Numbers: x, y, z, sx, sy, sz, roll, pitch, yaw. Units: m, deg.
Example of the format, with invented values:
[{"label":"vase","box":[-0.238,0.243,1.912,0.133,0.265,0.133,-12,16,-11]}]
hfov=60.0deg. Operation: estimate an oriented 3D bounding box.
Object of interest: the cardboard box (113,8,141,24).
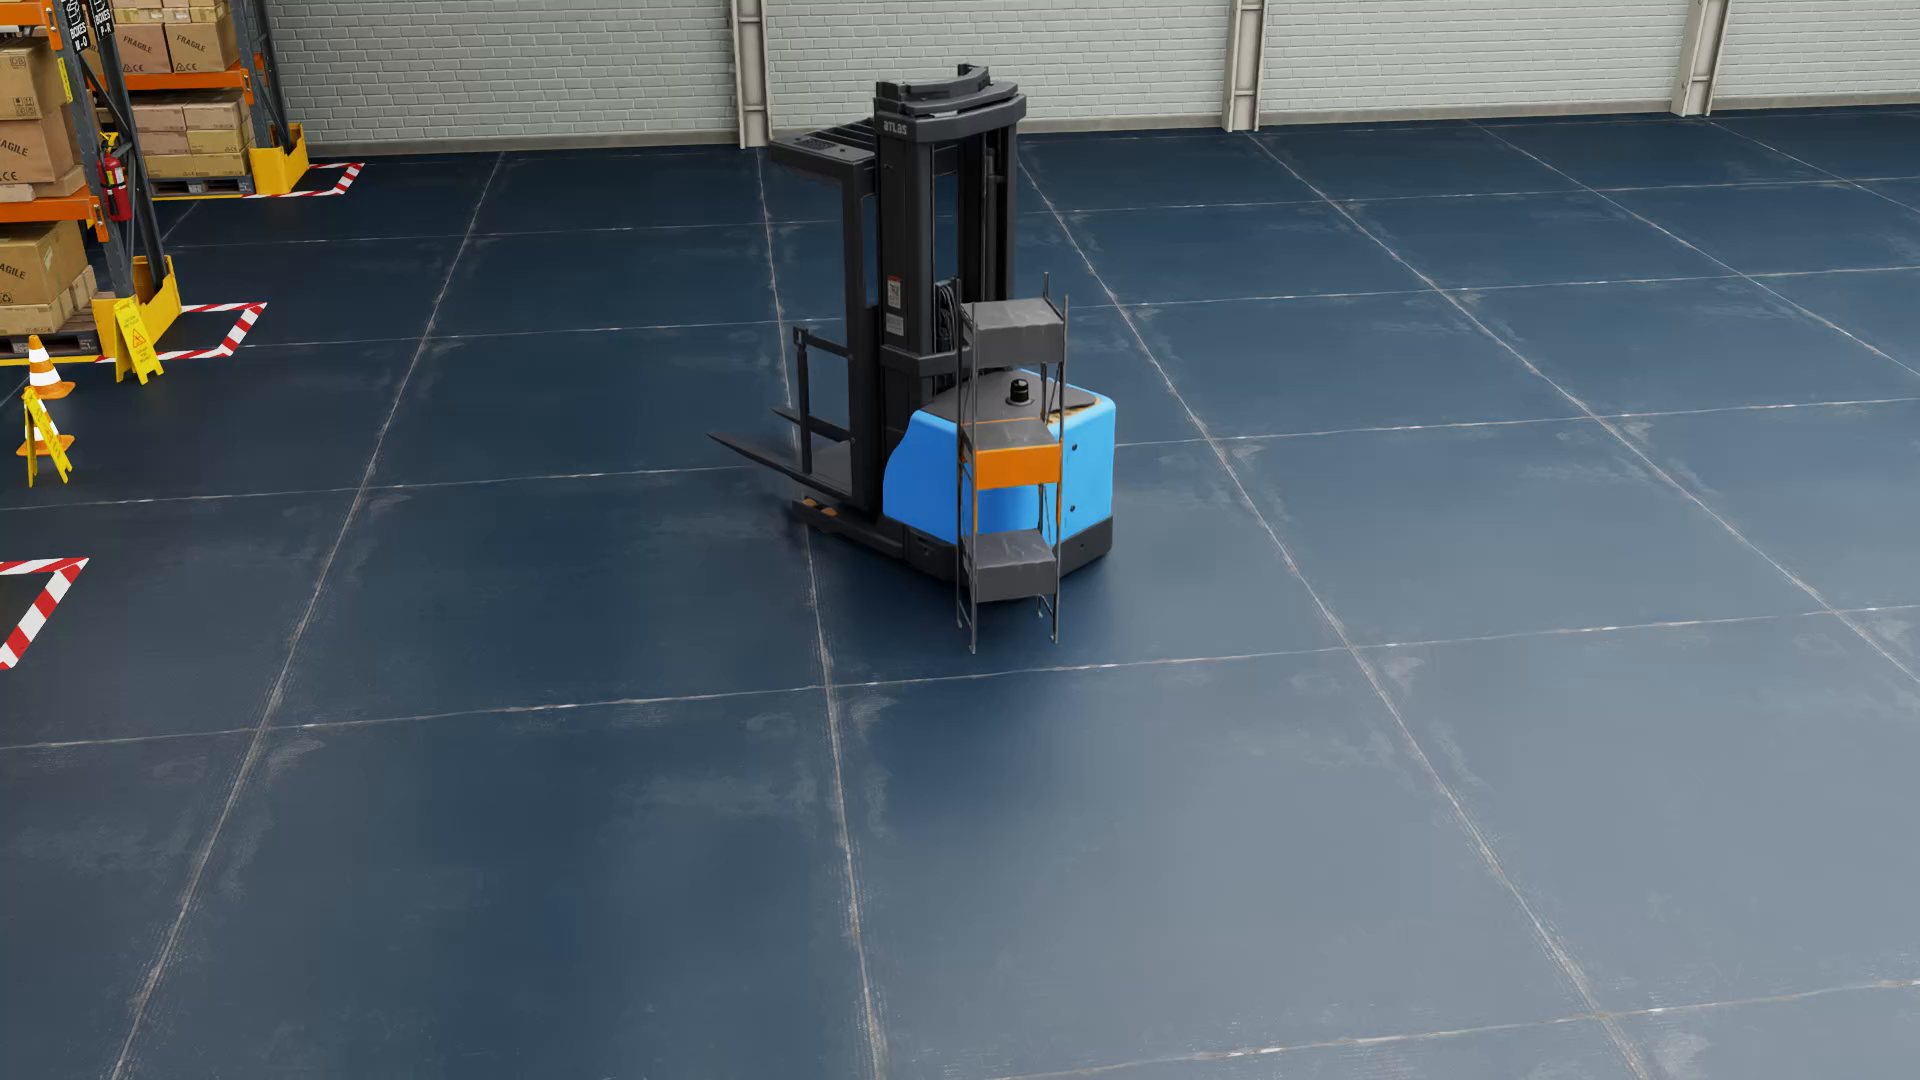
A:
[{"label":"cardboard box","box":[-8.643,-5.502,17.368,0.250,0.149,0.380,-4,27,-7]}]

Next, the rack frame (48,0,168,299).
[{"label":"rack frame","box":[-6.882,-3.103,13.512,0.127,3.000,1.000,-4,27,-7]}]

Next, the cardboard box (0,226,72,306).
[{"label":"cardboard box","box":[-7.639,-2.232,13.544,0.500,0.500,0.500,-4,27,-7]}]

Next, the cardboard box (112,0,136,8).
[{"label":"cardboard box","box":[-8.654,-5.654,17.337,0.250,0.149,0.380,-4,27,-7]}]

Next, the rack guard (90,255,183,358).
[{"label":"rack guard","box":[-6.957,-1.986,14.074,0.348,0.500,1.175,-4,27,-7]}]

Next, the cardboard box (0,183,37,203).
[{"label":"cardboard box","box":[-7.458,-2.805,13.206,0.250,0.149,0.380,-4,27,-8]}]

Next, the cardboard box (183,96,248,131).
[{"label":"cardboard box","box":[-7.990,-4.585,17.857,0.500,0.250,0.500,-3,27,-5]}]

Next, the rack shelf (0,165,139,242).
[{"label":"rack shelf","box":[-8.862,-2.656,13.429,4.000,0.370,1.077,-4,27,-7]}]

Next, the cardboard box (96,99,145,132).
[{"label":"cardboard box","box":[-8.993,-4.513,17.717,0.500,0.250,0.500,-3,27,-6]}]

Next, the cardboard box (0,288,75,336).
[{"label":"cardboard box","box":[-7.668,-1.892,13.704,0.500,0.250,0.500,-4,27,-7]}]

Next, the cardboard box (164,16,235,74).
[{"label":"cardboard box","box":[-8.028,-5.241,17.570,0.500,0.500,0.500,-4,27,-8]}]

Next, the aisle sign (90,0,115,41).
[{"label":"aisle sign","box":[-6.864,-4.404,13.200,0.004,0.787,0.394,-4,27,-7]}]

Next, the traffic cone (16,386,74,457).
[{"label":"traffic cone","box":[-6.637,-0.884,11.966,0.334,0.463,0.336,-4,27,-7]}]

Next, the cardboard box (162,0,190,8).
[{"label":"cardboard box","box":[-8.142,-5.665,17.358,0.250,0.149,0.380,-4,27,-7]}]

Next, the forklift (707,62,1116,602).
[{"label":"forklift","box":[-0.459,-1.501,10.464,3.031,2.935,1.130,23,35,38]}]

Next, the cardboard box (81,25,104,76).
[{"label":"cardboard box","box":[-9.050,-5.180,17.450,0.500,0.500,0.500,-4,27,-8]}]

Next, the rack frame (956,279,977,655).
[{"label":"rack frame","box":[0.034,-0.368,9.167,0.015,2.100,0.400,-6,28,-12]}]

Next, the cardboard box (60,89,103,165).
[{"label":"cardboard box","box":[-7.389,-3.375,13.607,0.500,0.500,0.500,-4,27,-8]}]

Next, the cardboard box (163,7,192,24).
[{"label":"cardboard box","box":[-8.130,-5.502,17.367,0.250,0.149,0.380,-3,27,-6]}]

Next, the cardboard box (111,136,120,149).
[{"label":"cardboard box","box":[-9.022,-4.291,17.832,0.500,0.250,0.500,-4,27,-8]}]

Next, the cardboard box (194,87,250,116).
[{"label":"cardboard box","box":[-8.079,-4.810,18.296,0.500,0.250,0.500,-4,27,-8]}]

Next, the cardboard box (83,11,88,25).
[{"label":"cardboard box","box":[-9.148,-5.439,17.244,0.250,0.149,0.380,-3,27,-7]}]

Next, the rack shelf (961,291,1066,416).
[{"label":"rack shelf","box":[0.271,-1.004,8.902,0.480,0.518,0.431,-6,28,-12]}]

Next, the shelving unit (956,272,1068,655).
[{"label":"shelving unit","box":[0.271,-0.393,9.216,0.503,2.100,0.431,-6,28,-12]}]

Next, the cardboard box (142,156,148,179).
[{"label":"cardboard box","box":[-8.989,-4.083,17.973,0.500,0.250,0.500,-3,27,-7]}]

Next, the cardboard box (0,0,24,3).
[{"label":"cardboard box","box":[-7.196,-4.177,12.594,0.250,0.149,0.380,-4,27,-7]}]

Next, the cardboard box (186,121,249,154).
[{"label":"cardboard box","box":[-8.015,-4.361,17.967,0.500,0.250,0.500,-4,27,-8]}]

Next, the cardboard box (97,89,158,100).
[{"label":"cardboard box","box":[-9.070,-4.750,18.178,0.500,0.250,0.500,-4,27,-7]}]

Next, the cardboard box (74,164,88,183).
[{"label":"cardboard box","box":[-7.247,-3.064,13.710,0.250,0.149,0.380,-4,27,-7]}]

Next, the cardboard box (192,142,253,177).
[{"label":"cardboard box","box":[-7.998,-4.138,18.080,0.500,0.250,0.500,-3,27,-7]}]

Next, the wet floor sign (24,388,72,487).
[{"label":"wet floor sign","box":[-6.339,-0.721,11.449,0.232,0.644,0.267,-8,28,-16]}]

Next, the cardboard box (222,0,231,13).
[{"label":"cardboard box","box":[-7.949,-5.776,17.901,0.250,0.149,0.380,-4,27,-8]}]

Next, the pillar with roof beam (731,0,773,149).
[{"label":"pillar with roof beam","box":[-1.851,-6.815,14.174,0.400,9.000,9.100,-4,27,-7]}]

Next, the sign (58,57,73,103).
[{"label":"sign","box":[-6.824,-3.507,12.684,0.005,0.325,0.100,-4,27,-7]}]

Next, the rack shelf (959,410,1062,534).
[{"label":"rack shelf","box":[0.271,-0.381,9.222,0.480,0.518,0.431,-6,28,-12]}]

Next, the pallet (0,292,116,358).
[{"label":"pallet","box":[-7.766,-1.822,14.070,1.213,0.211,1.003,-4,27,-7]}]

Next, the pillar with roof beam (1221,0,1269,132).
[{"label":"pillar with roof beam","box":[4.091,-7.196,14.918,0.400,9.000,9.100,-4,27,-7]}]
